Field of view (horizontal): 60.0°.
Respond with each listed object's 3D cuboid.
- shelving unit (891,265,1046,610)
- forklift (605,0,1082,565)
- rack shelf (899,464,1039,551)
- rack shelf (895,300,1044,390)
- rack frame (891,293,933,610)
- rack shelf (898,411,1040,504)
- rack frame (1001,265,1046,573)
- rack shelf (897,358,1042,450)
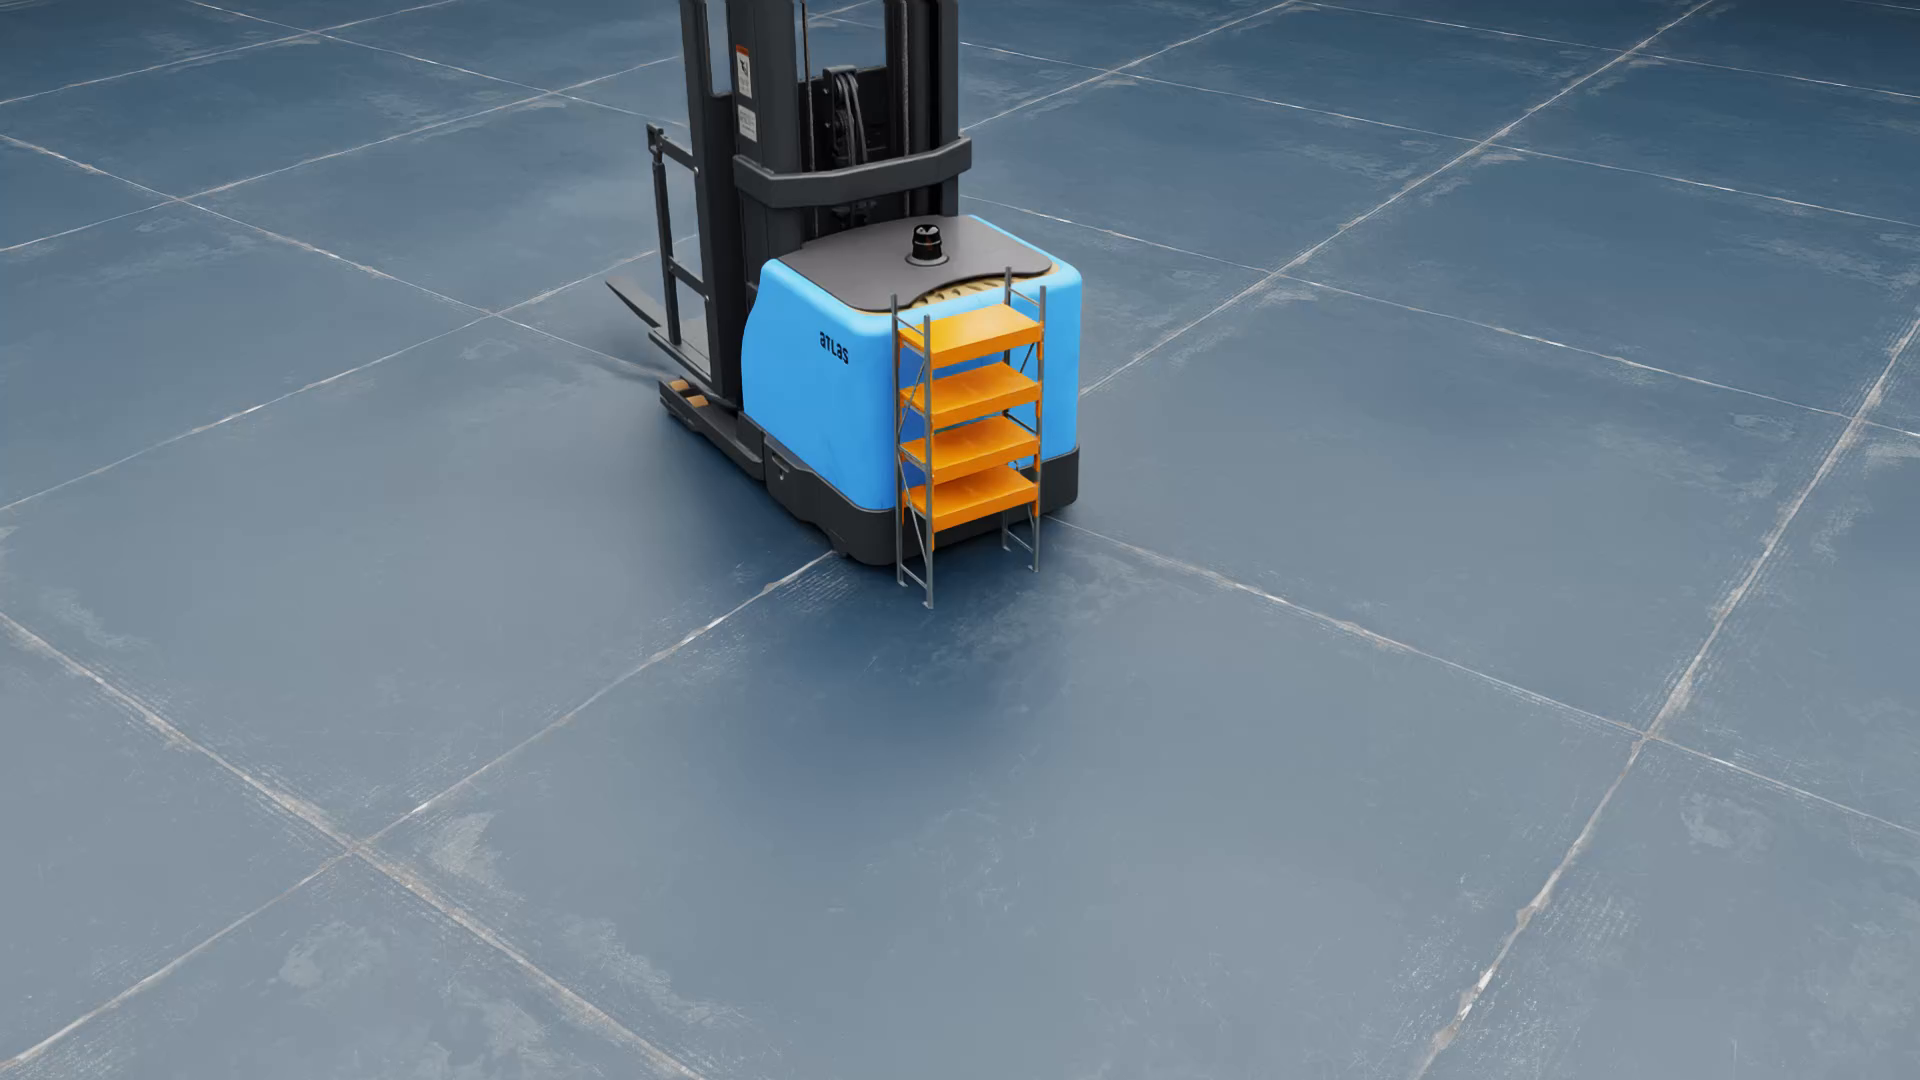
[{"bbox_3d":[0.032,-0.370,6.198,0.503,1.200,0.258,-18,35,-28],"label":"shelving unit"},{"bbox_3d":[-0.734,-1.872,7.034,1.130,2.935,3.031,-18,35,-28],"label":"forklift"},{"bbox_3d":[0.032,-0.142,6.333,0.480,0.148,0.258,-18,35,-28],"label":"rack shelf"},{"bbox_3d":[0.032,-0.708,5.997,0.480,0.148,0.258,-18,35,-28],"label":"rack shelf"},{"bbox_3d":[-0.173,-0.302,6.083,0.015,1.200,0.240,-18,35,-28],"label":"rack frame"},{"bbox_3d":[0.032,-0.312,6.232,0.480,0.148,0.258,-18,35,-28],"label":"rack shelf"},{"bbox_3d":[0.237,-0.438,6.312,0.015,1.200,0.240,-18,35,-28],"label":"rack frame"},{"bbox_3d":[0.032,-0.505,6.118,0.480,0.148,0.258,-18,35,-28],"label":"rack shelf"}]
